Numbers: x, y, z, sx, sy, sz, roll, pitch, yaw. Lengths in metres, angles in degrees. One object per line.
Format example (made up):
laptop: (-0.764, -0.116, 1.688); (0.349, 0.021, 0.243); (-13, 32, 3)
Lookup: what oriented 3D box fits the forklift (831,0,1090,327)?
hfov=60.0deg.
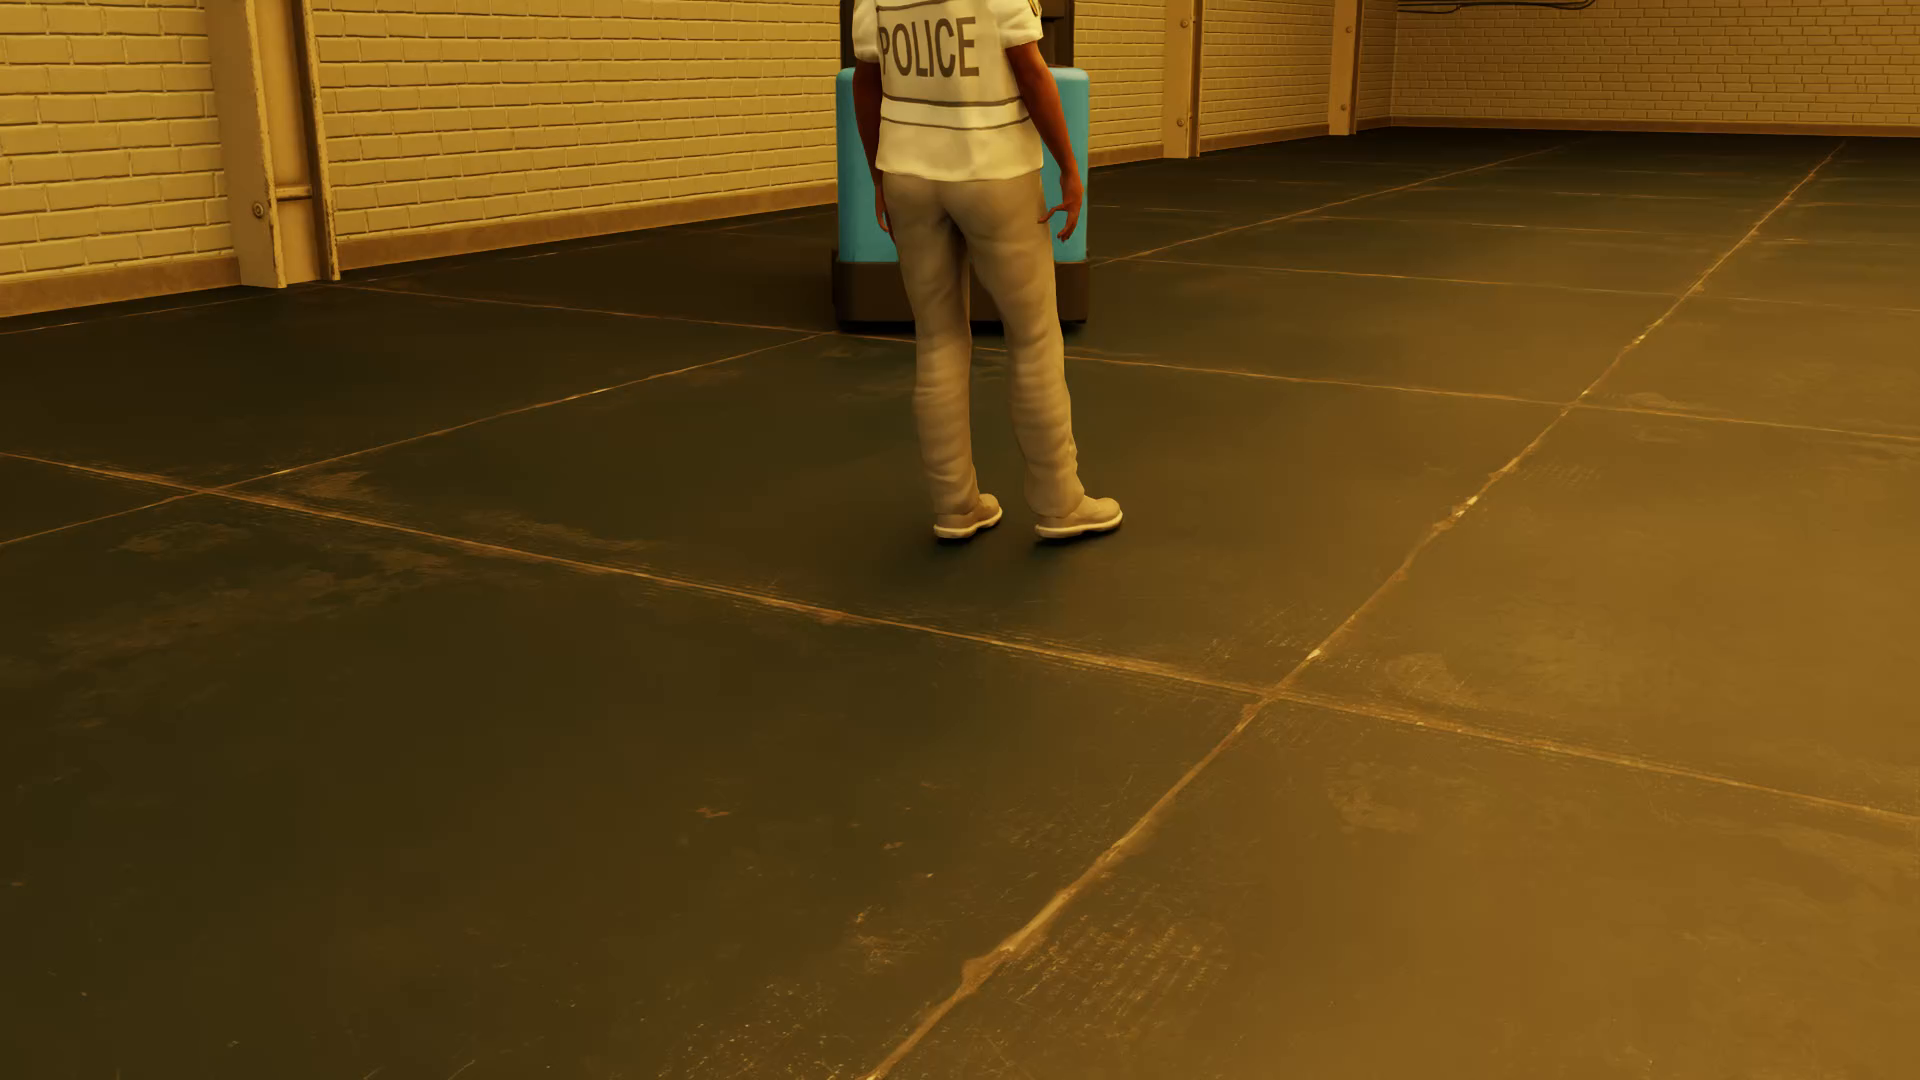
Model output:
forklift: (-0.020, -2.664, 7.900); (1.130, 2.935, 3.031); (0, 16, -1)

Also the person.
person: (0.054, -0.836, 3.852); (0.569, 1.695, 0.528); (9, 19, 28)
